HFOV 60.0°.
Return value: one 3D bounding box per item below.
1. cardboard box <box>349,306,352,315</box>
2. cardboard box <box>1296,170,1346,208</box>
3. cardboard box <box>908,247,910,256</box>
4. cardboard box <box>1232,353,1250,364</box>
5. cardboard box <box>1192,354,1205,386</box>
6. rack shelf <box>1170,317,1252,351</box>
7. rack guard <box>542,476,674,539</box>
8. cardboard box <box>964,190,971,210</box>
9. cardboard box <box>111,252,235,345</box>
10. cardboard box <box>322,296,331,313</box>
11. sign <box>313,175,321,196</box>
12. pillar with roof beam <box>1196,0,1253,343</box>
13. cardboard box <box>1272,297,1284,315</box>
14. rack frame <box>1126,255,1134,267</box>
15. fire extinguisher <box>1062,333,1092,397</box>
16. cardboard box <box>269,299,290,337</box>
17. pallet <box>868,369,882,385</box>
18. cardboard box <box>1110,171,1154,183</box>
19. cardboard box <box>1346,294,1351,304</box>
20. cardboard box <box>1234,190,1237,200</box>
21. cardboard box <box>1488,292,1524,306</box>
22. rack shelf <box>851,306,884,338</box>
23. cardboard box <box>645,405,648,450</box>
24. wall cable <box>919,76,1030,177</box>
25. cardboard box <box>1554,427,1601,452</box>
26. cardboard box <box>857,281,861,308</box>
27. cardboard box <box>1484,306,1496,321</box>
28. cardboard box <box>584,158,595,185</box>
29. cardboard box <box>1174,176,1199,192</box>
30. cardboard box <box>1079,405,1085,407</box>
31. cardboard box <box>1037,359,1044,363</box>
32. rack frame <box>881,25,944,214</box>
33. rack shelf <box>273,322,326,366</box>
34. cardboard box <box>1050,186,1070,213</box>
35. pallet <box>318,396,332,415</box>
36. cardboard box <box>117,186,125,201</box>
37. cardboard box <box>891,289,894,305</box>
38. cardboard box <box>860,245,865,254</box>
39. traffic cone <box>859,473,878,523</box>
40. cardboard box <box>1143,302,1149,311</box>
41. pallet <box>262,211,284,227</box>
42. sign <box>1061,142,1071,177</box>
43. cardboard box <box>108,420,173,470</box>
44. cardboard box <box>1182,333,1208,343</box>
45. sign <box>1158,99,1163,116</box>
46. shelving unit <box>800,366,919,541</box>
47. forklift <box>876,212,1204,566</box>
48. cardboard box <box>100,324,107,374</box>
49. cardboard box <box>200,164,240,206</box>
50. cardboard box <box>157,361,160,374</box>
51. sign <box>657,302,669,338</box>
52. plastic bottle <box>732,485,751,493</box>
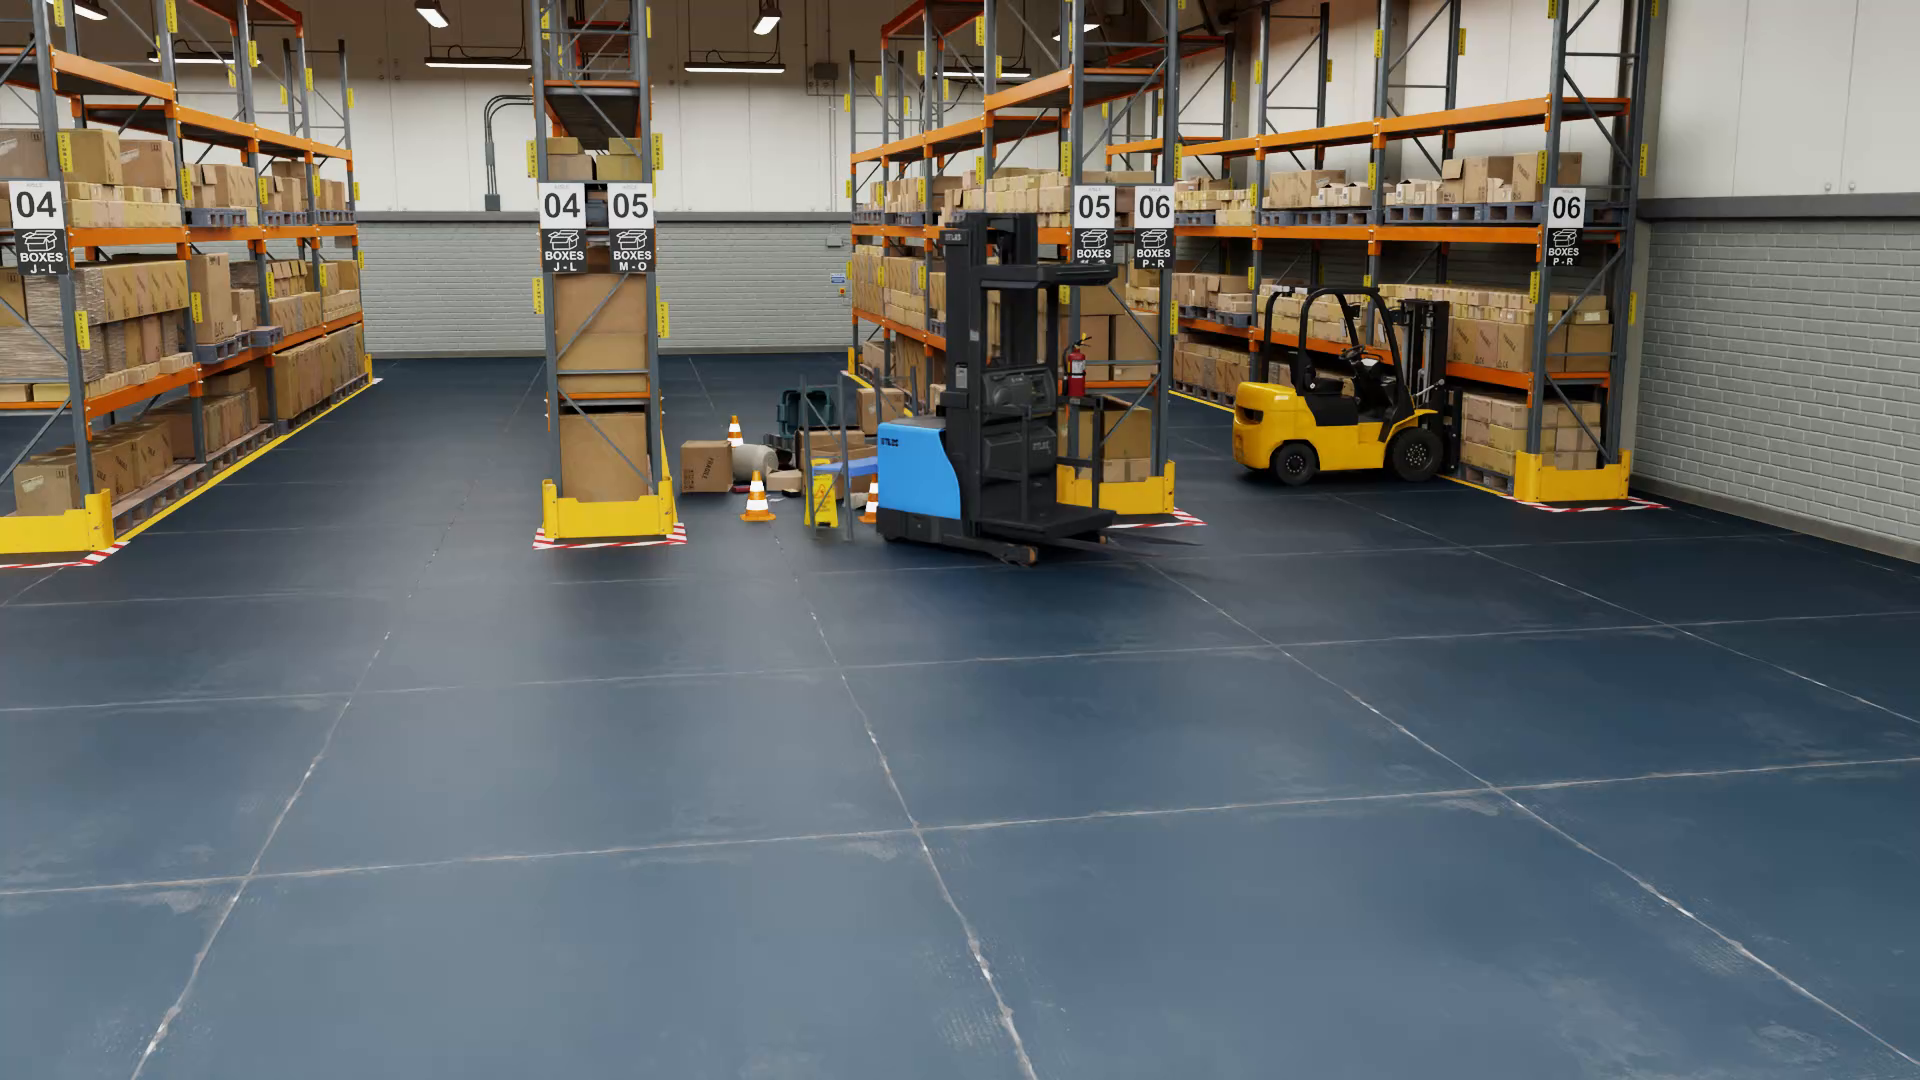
[{"bbox_3d":[-10.680,-3.950,28.600,0.380,0.149,0.250,-2,11,-12],"label":"cardboard box"},{"bbox_3d":[4.973,-4.838,22.914,0.500,0.500,0.500,-2,11,-10],"label":"cardboard box"},{"bbox_3d":[-0.737,-4.959,28.552,0.380,0.149,0.250,-2,11,-12],"label":"cardboard box"},{"bbox_3d":[4.445,-2.816,25.796,0.380,0.149,0.250,-3,11,-14],"label":"cardboard box"},{"bbox_3d":[4.174,-2.815,27.524,0.500,0.500,0.500,-2,11,-13],"label":"cardboard box"},{"bbox_3d":[4.484,-3.402,26.972,1.077,0.370,4.000,-2,11,-11],"label":"rack shelf"},{"bbox_3d":[-3.270,-0.309,15.484,1.175,0.500,0.348,-2,11,-11],"label":"rack guard"},{"bbox_3d":[0.335,-4.368,21.380,0.500,0.250,0.500,-2,11,-10],"label":"cardboard box"},{"bbox_3d":[-8.955,-2.765,18.974,1.000,1.000,1.000,-2,11,-11],"label":"cardboard box"},{"bbox_3d":[-10.328,-3.749,26.475,0.500,0.250,0.500,-2,11,-12],"label":"cardboard box"},{"bbox_3d":[-9.964,-5.484,25.741,0.100,0.325,0.005,-2,11,-11],"label":"sign"},{"bbox_3d":[0.621,-7.073,28.291,9.100,9.000,0.548,-2,11,-11],"label":"pillar with roof beam"},{"bbox_3d":[4.816,-3.378,23.988,0.500,0.250,0.500,-2,11,-9],"label":"cardboard box"},{"bbox_3d":[3.317,-4.856,32.686,1.000,3.000,0.127,-2,11,-11],"label":"rack frame"},{"bbox_3d":[1.131,-1.664,16.125,0.296,0.674,0.183,-2,11,-11],"label":"fire extinguisher"},{"bbox_3d":[-9.646,-3.090,23.139,0.500,0.500,0.500,-2,11,-13],"label":"cardboard box"},{"bbox_3d":[-1.085,-2.938,30.066,1.003,0.211,1.213,-2,11,-11],"label":"pallet"},{"bbox_3d":[1.692,-3.555,16.366,0.380,0.149,0.250,-2,11,-11],"label":"cardboard box"},{"bbox_3d":[5.303,-3.171,21.831,0.380,0.149,0.250,-2,11,-11],"label":"cardboard box"},{"bbox_3d":[4.459,-5.330,25.694,0.380,0.149,0.250,-2,11,-12],"label":"cardboard box"},{"bbox_3d":[6.021,-2.633,18.208,0.380,0.149,0.250,-2,11,-11],"label":"cardboard box"},{"bbox_3d":[-1.162,-3.954,29.874,1.077,0.370,4.000,-2,11,-11],"label":"rack shelf"},{"bbox_3d":[-4.262,-1.487,19.880,1.050,0.750,0.750,-2,11,-11],"label":"cardboard box"},{"bbox_3d":[0.544,-8.794,37.234,2.988,3.039,0.133,-2,11,-11],"label":"wall cable"},{"bbox_3d":[6.541,-1.116,17.932,0.500,0.250,0.500,-2,11,-10],"label":"cardboard box"},{"bbox_3d":[-1.614,-4.533,30.725,0.500,0.500,0.500,-2,11,-12],"label":"cardboard box"},{"bbox_3d":[5.980,-2.484,18.222,0.380,0.149,0.250,-2,11,-11],"label":"cardboard box"},{"bbox_3d":[-3.741,-3.514,15.831,0.500,0.250,0.500,-2,11,-11],"label":"cardboard box"},{"bbox_3d":[3.811,-6.009,28.103,0.396,0.266,0.258,-2,11,-12],"label":"cardboard box"},{"bbox_3d":[1.044,-1.197,17.689,0.500,0.500,0.500,-2,11,-9],"label":"cardboard box"},{"bbox_3d":[1.011,-1.814,17.376,0.380,0.149,0.250,-2,11,-10],"label":"cardboard box"},{"bbox_3d":[-0.773,-6.888,27.319,1.000,3.000,0.127,-2,11,-11],"label":"rack frame"},{"bbox_3d":[-10.105,-2.860,24.126,1.077,0.370,4.000,-2,11,-11],"label":"rack shelf"},{"bbox_3d":[1.197,-3.370,16.464,0.500,0.250,0.500,-2,11,-12],"label":"cardboard box"},{"bbox_3d":[-10.270,-2.072,25.518,1.003,0.211,1.213,-2,11,-11],"label":"pallet"},{"bbox_3d":[-8.364,-3.366,16.170,0.380,0.149,0.250,-3,11,-13],"label":"cardboard box"},{"bbox_3d":[-0.835,-3.927,26.872,0.500,0.250,0.500,-2,11,-10],"label":"cardboard box"},{"bbox_3d":[-1.626,-5.313,30.414,0.380,0.149,0.250,-2,11,-13],"label":"cardboard box"},{"bbox_3d":[-0.811,-0.423,16.182,0.336,0.463,0.334,-2,11,-11],"label":"traffic cone"},{"bbox_3d":[3.537,-4.237,30.105,0.380,0.149,0.250,-2,11,-12],"label":"cardboard box"},{"bbox_3d":[-9.893,-4.344,22.479,1.213,0.211,1.003,-2,11,-8],"label":"pallet"},{"bbox_3d":[1.012,-3.632,15.867,0.100,0.325,0.005,-2,11,-11],"label":"sign"},{"bbox_3d":[-8.899,-1.017,18.079,0.500,0.500,0.500,-2,11,-13],"label":"cardboard box"},{"bbox_3d":[4.001,-3.444,28.300,0.380,0.149,0.250,-3,11,-14],"label":"cardboard box"},{"bbox_3d":[3.865,-8.356,32.110,0.100,0.325,0.005,-2,11,-11],"label":"sign"},{"bbox_3d":[-0.892,-0.823,15.420,0.538,1.500,1.048,3,11,38],"label":"shelving unit"},{"bbox_3d":[0.674,-1.329,14.340,3.031,2.935,1.130,9,14,40],"label":"forklift"},{"bbox_3d":[-8.455,-1.764,15.380,0.875,0.500,0.500,-2,11,-11],"label":"cardboard box"},{"bbox_3d":[-9.186,-4.352,20.411,0.500,0.500,0.500,-2,11,-10],"label":"cardboard box"},{"bbox_3d":[-8.502,-1.775,17.169,0.380,0.149,0.250,-2,11,-11],"label":"cardboard box"},{"bbox_3d":[-2.730,-2.025,15.285,0.100,0.325,0.005,-2,11,-11],"label":"sign"},{"bbox_3d":[-2.307,-0.553,17.939,0.283,0.061,0.133,-6,13,-31],"label":"plastic bottle"}]
